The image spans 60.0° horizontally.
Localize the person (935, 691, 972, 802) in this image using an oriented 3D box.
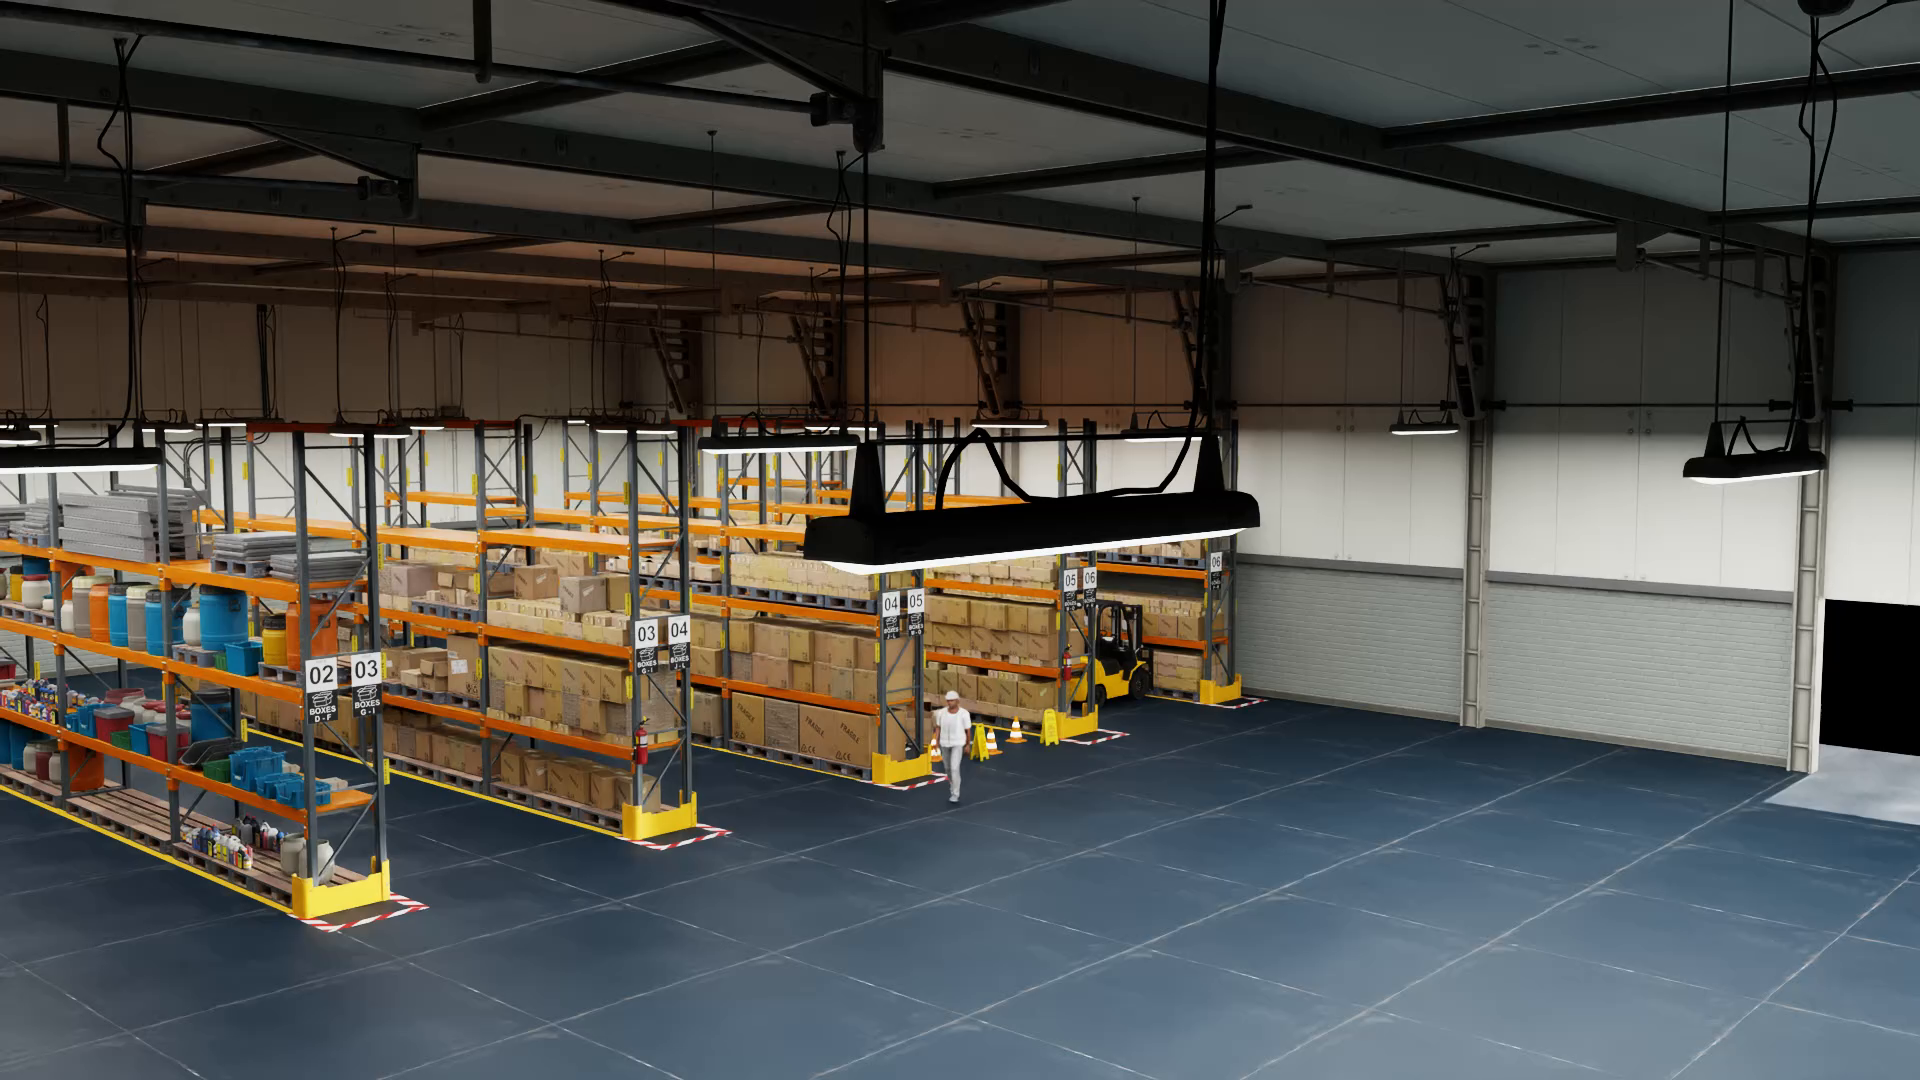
[{"bbox_3d":[-0.122,3.287,26.732,0.564,1.738,0.888,2,5,26],"label":"person"}]
